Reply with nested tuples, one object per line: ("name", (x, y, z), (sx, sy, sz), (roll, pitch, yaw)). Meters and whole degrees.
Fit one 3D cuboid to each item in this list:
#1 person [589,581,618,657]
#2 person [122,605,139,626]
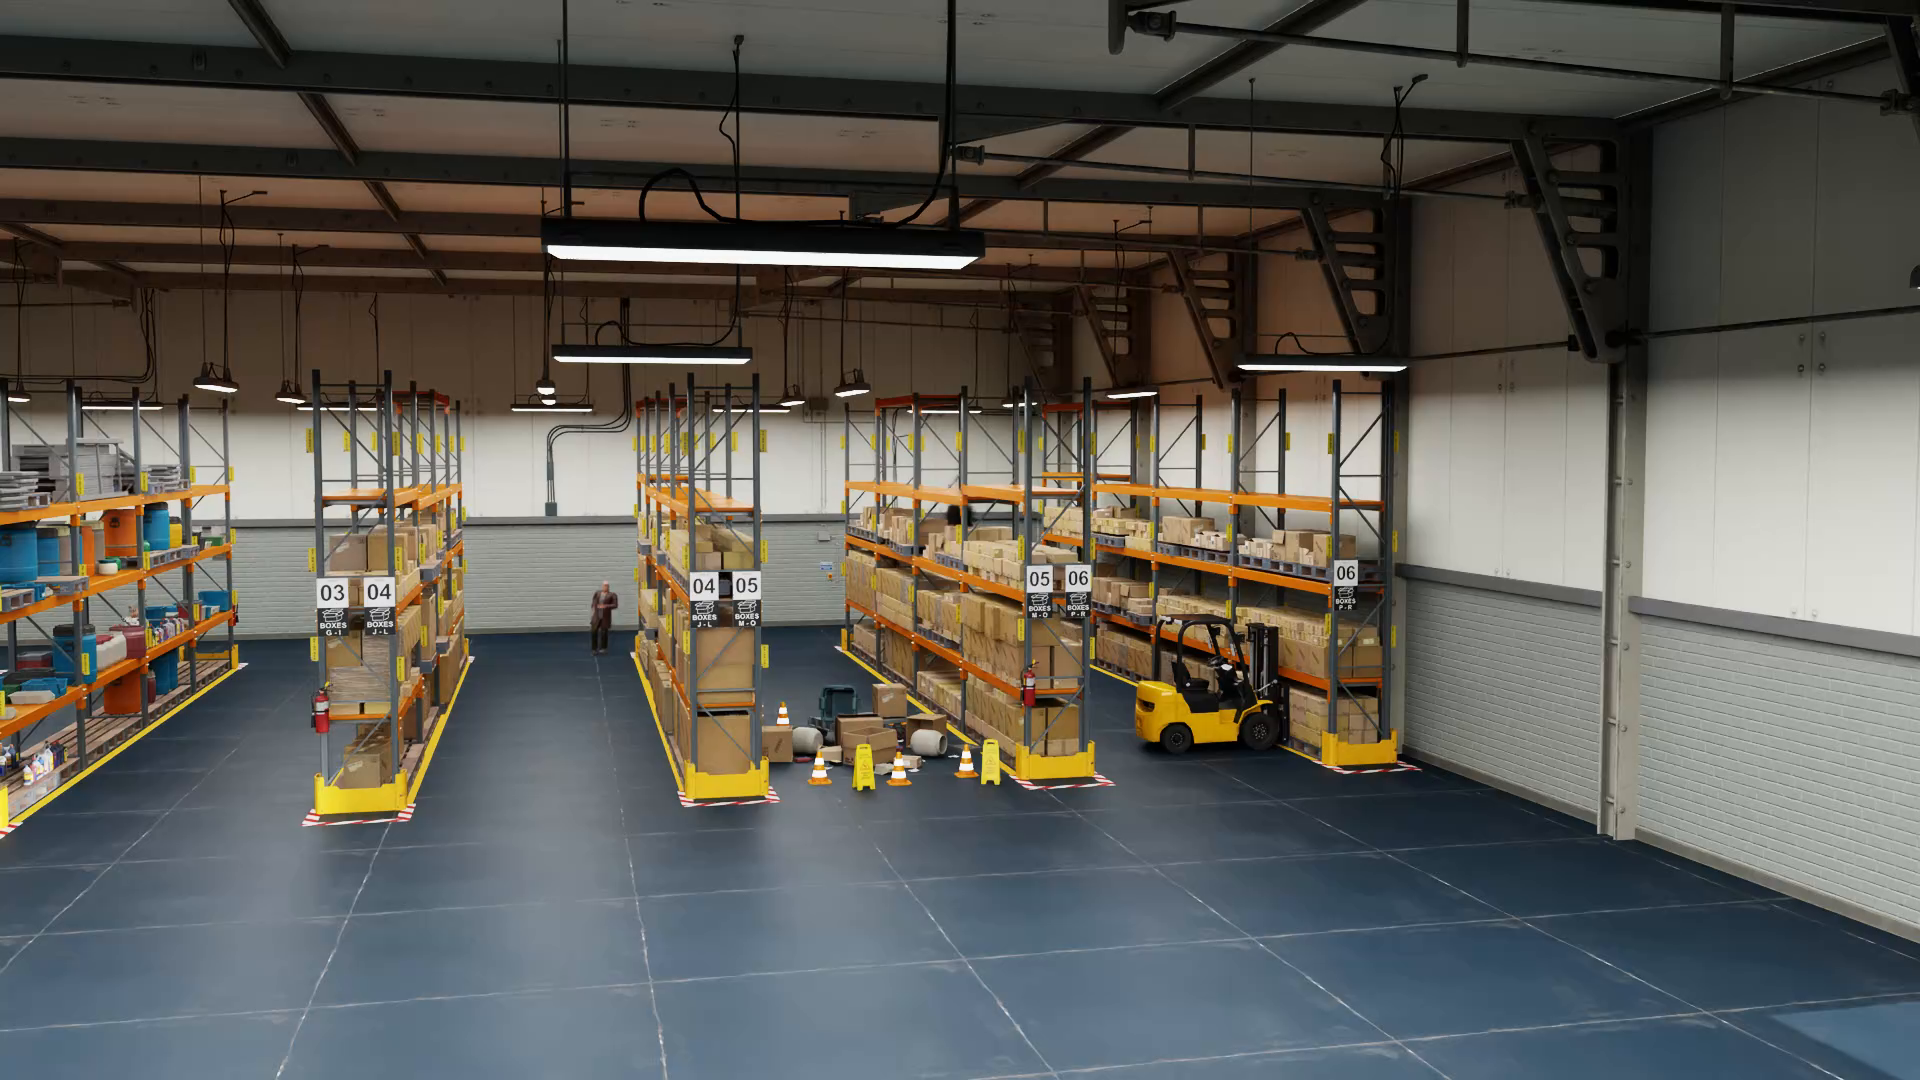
("person", (-8.404, 1.867, 39.435), (0.706, 1.835, 0.752), (0, 3, 8))
("person", (-17.535, 2.156, 35.425), (0.572, 1.601, 0.714), (-1, 4, -23))
